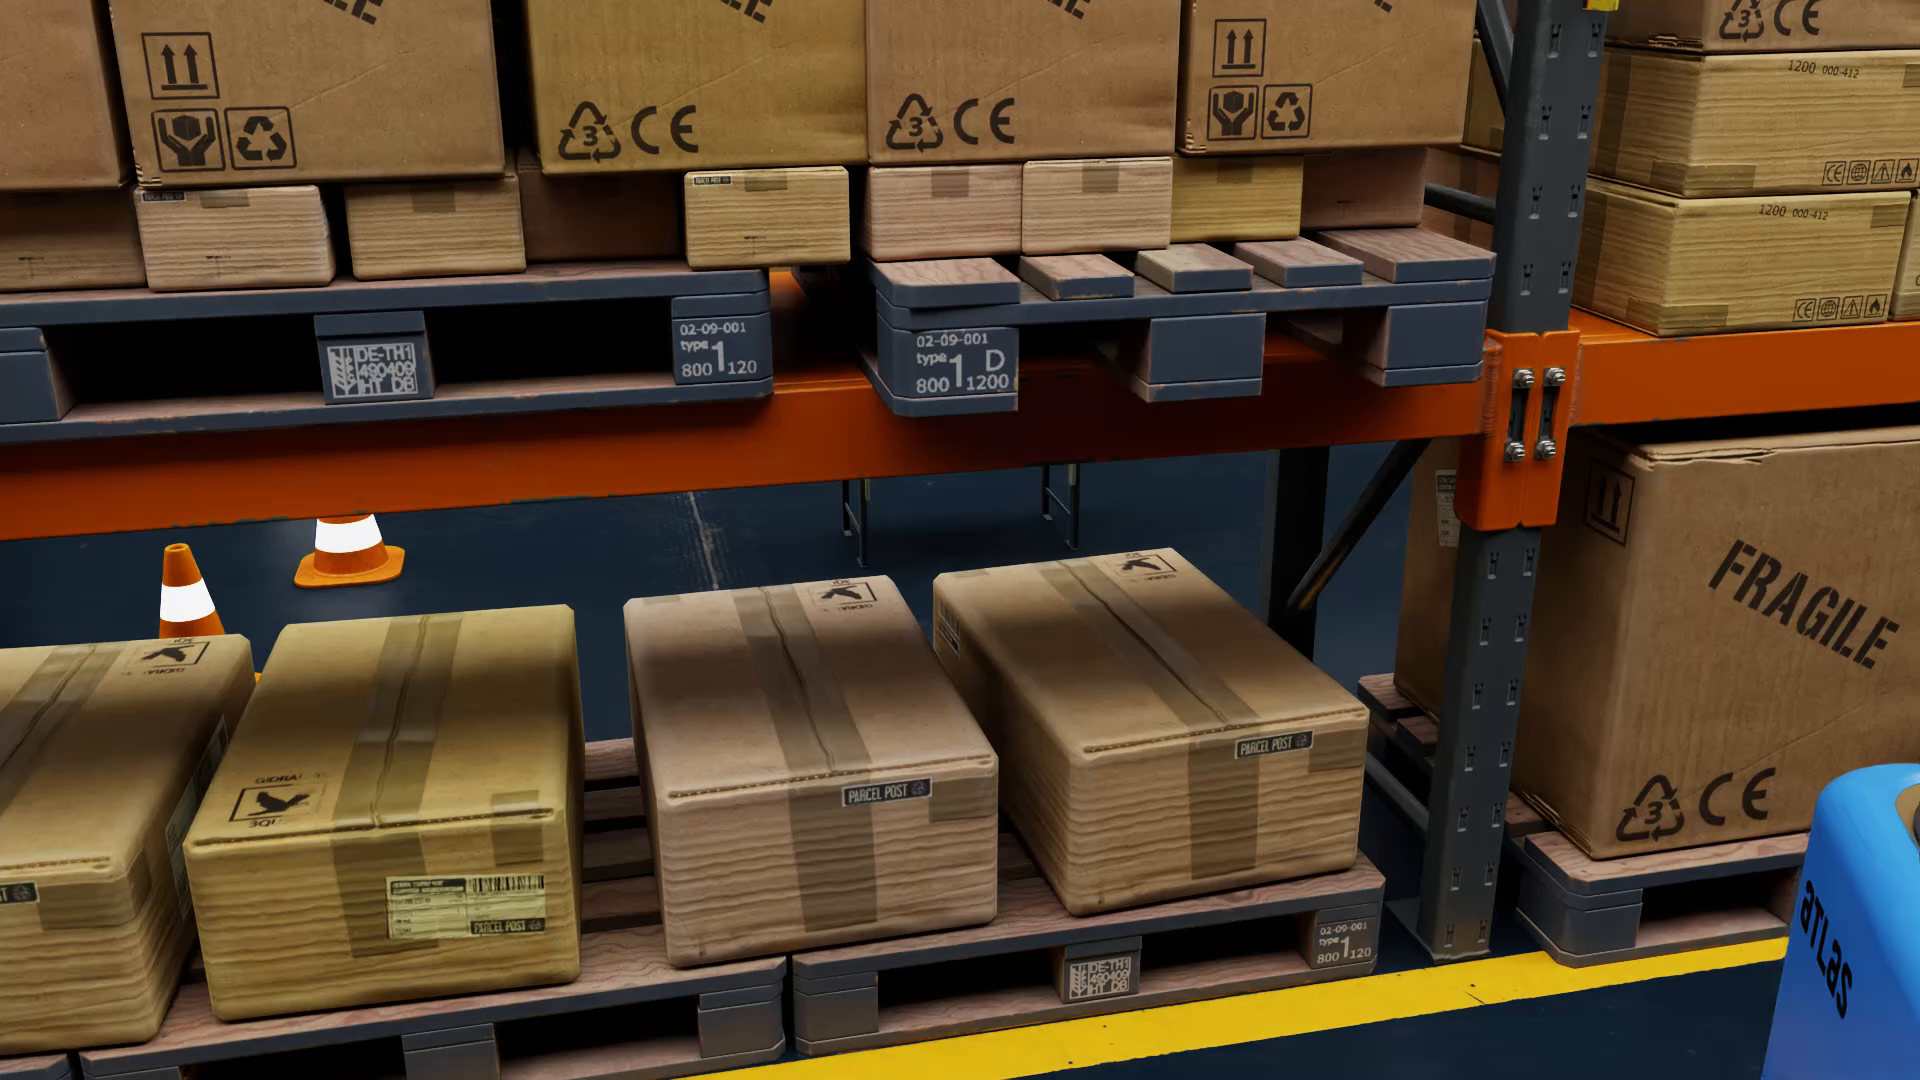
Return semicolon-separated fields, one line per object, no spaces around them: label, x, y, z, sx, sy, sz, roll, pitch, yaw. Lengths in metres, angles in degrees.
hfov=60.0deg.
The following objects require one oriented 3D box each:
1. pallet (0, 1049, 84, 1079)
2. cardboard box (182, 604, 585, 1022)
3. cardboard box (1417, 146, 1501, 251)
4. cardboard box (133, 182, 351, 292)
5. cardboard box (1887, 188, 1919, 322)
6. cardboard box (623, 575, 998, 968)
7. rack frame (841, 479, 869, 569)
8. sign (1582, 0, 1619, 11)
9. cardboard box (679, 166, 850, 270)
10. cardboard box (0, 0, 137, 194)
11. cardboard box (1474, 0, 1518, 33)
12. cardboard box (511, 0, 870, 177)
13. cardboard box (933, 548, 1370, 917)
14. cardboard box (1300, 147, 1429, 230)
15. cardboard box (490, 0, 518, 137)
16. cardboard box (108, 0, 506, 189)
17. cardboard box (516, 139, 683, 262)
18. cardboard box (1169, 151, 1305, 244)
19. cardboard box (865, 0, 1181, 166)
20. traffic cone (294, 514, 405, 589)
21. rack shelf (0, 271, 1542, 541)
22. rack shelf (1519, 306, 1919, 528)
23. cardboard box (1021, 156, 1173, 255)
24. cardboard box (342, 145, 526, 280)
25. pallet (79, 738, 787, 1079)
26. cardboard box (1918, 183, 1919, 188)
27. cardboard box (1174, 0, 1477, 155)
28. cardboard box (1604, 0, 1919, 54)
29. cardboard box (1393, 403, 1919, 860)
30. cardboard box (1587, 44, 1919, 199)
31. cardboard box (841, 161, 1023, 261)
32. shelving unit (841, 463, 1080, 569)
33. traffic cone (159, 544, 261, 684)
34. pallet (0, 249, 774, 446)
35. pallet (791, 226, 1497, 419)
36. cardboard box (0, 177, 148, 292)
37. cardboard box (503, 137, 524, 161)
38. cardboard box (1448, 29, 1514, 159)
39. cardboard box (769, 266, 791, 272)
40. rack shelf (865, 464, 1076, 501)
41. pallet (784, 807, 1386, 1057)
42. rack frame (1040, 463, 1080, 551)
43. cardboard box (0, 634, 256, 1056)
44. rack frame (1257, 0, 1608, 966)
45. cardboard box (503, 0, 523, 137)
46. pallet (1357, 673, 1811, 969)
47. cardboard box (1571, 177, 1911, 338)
pallet;-2.213;0.859;3.162;1.213;0.211;1.003;-5;21;-12
cardboard box;-1.085;0.493;3.318;0.625;0.372;0.950;-4;20;-11
cardboard box;1.355;-0.761;3.749;0.500;0.250;0.500;-5;21;-14
cardboard box;-1.085;-0.499;2.570;0.250;0.149;0.380;-4;20;-10
cardboard box;1.953;-0.635;3.406;0.500;0.250;0.500;-5;21;-14
cardboard box;-0.346;0.435;3.477;0.625;0.372;0.950;-5;21;-14
rack frame;-0.363;-0.675;5.476;0.023;1.500;0.400;-5;21;-12
sign;1.057;-1.030;2.698;0.005;0.325;0.100;-5;21;-12
cardboard box;-0.333;-0.555;2.723;0.250;0.149;0.380;-4;21;-12
cardboard box;-1.476;-0.787;2.414;0.500;0.500;0.500;-5;21;-13
cardboard box;1.366;-1.349;3.538;0.500;0.500;0.500;-5;21;-14
cardboard box;-0.447;-0.874;2.652;0.500;0.500;0.500;-6;21;-16
cardboard box;0.371;0.374;3.644;0.625;0.372;0.950;-6;21;-16
cardboard box;0.658;-0.679;3.062;0.250;0.149;0.380;-4;20;-10
cardboard box;-1.078;-1.005;3.010;0.500;0.500;0.500;-5;21;-15
cardboard box;-0.979;-0.831;2.535;0.500;0.500;0.500;-6;21;-15
cardboard box;-0.606;-0.577;2.784;0.250;0.149;0.380;-4;21;-12
cardboard box;0.414;-0.634;2.938;0.250;0.149;0.380;-4;21;-12
cardboard box;0.044;-0.915;2.762;0.500;0.500;0.500;-5;21;-13
traffic cone;-2.033;-0.121;5.473;0.334;0.463;0.336;-5;21;-12
rack shelf;-1.024;-0.208;3.068;4.000;0.370;1.077;-5;21;-12
rack shelf;2.869;-0.525;3.933;4.000;0.370;1.077;-5;21;-12
cardboard box;0.179;-0.599;2.843;0.250;0.149;0.380;-5;21;-13
cardboard box;-0.832;-0.530;2.655;0.250;0.149;0.380;-5;21;-14
pallet;-1.023;0.762;3.429;1.213;0.211;1.003;-5;21;-12
cardboard box;1.976;-0.867;3.311;0.500;0.250;0.500;-4;21;-11
cardboard box;0.544;-0.959;2.884;0.500;0.500;0.500;-5;21;-14
cardboard box;1.459;-1.178;3.071;0.500;0.500;0.500;-5;21;-14
cardboard box;1.614;0.069;3.743;0.875;0.875;0.875;-5;21;-13
cardboard box;1.473;-0.826;3.200;0.500;0.250;0.500;-5;21;-13
cardboard box;-0.068;-0.581;2.795;0.250;0.149;0.380;-6;21;-15
shelving unit;-0.006;-0.704;5.555;0.755;1.500;0.431;-5;21;-12
traffic cone;-2.085;0.237;4.496;0.334;0.463;0.336;-5;21;-12
pallet;-0.994;-0.444;2.945;1.213;0.211;1.003;-5;21;-12
pallet;0.254;-0.522;3.159;1.003;0.211;1.213;-5;21;-12
cardboard box;-1.355;-0.495;2.560;0.250;0.149;0.380;-4;21;-12
cardboard box;-0.751;-0.707;3.139;0.250;0.149;0.380;-4;20;-10
cardboard box;1.336;-0.992;3.654;0.500;0.250;0.500;-5;21;-13
cardboard box;-0.928;-1.476;8.144;0.750;0.750;1.050;-5;21;-13
rack shelf;-0.006;-0.398;5.667;0.720;0.370;0.431;-5;21;-12
pallet;0.162;0.666;3.689;1.213;0.211;1.003;-5;21;-12
rack frame;0.350;-0.733;5.634;0.023;1.500;0.400;-5;21;-12
cardboard box;-1.761;0.548;3.166;0.625;0.372;0.950;-3;20;-9
rack frame;0.923;-0.705;3.377;0.127;3.000;1.000;-5;21;-12
cardboard box;-0.589;-1.042;3.111;0.500;0.500;0.500;-4;21;-12
pallet;1.707;0.568;3.958;1.213;0.211;1.003;-5;21;-12
cardboard box;1.457;-0.589;3.279;0.500;0.250;0.500;-5;21;-13
